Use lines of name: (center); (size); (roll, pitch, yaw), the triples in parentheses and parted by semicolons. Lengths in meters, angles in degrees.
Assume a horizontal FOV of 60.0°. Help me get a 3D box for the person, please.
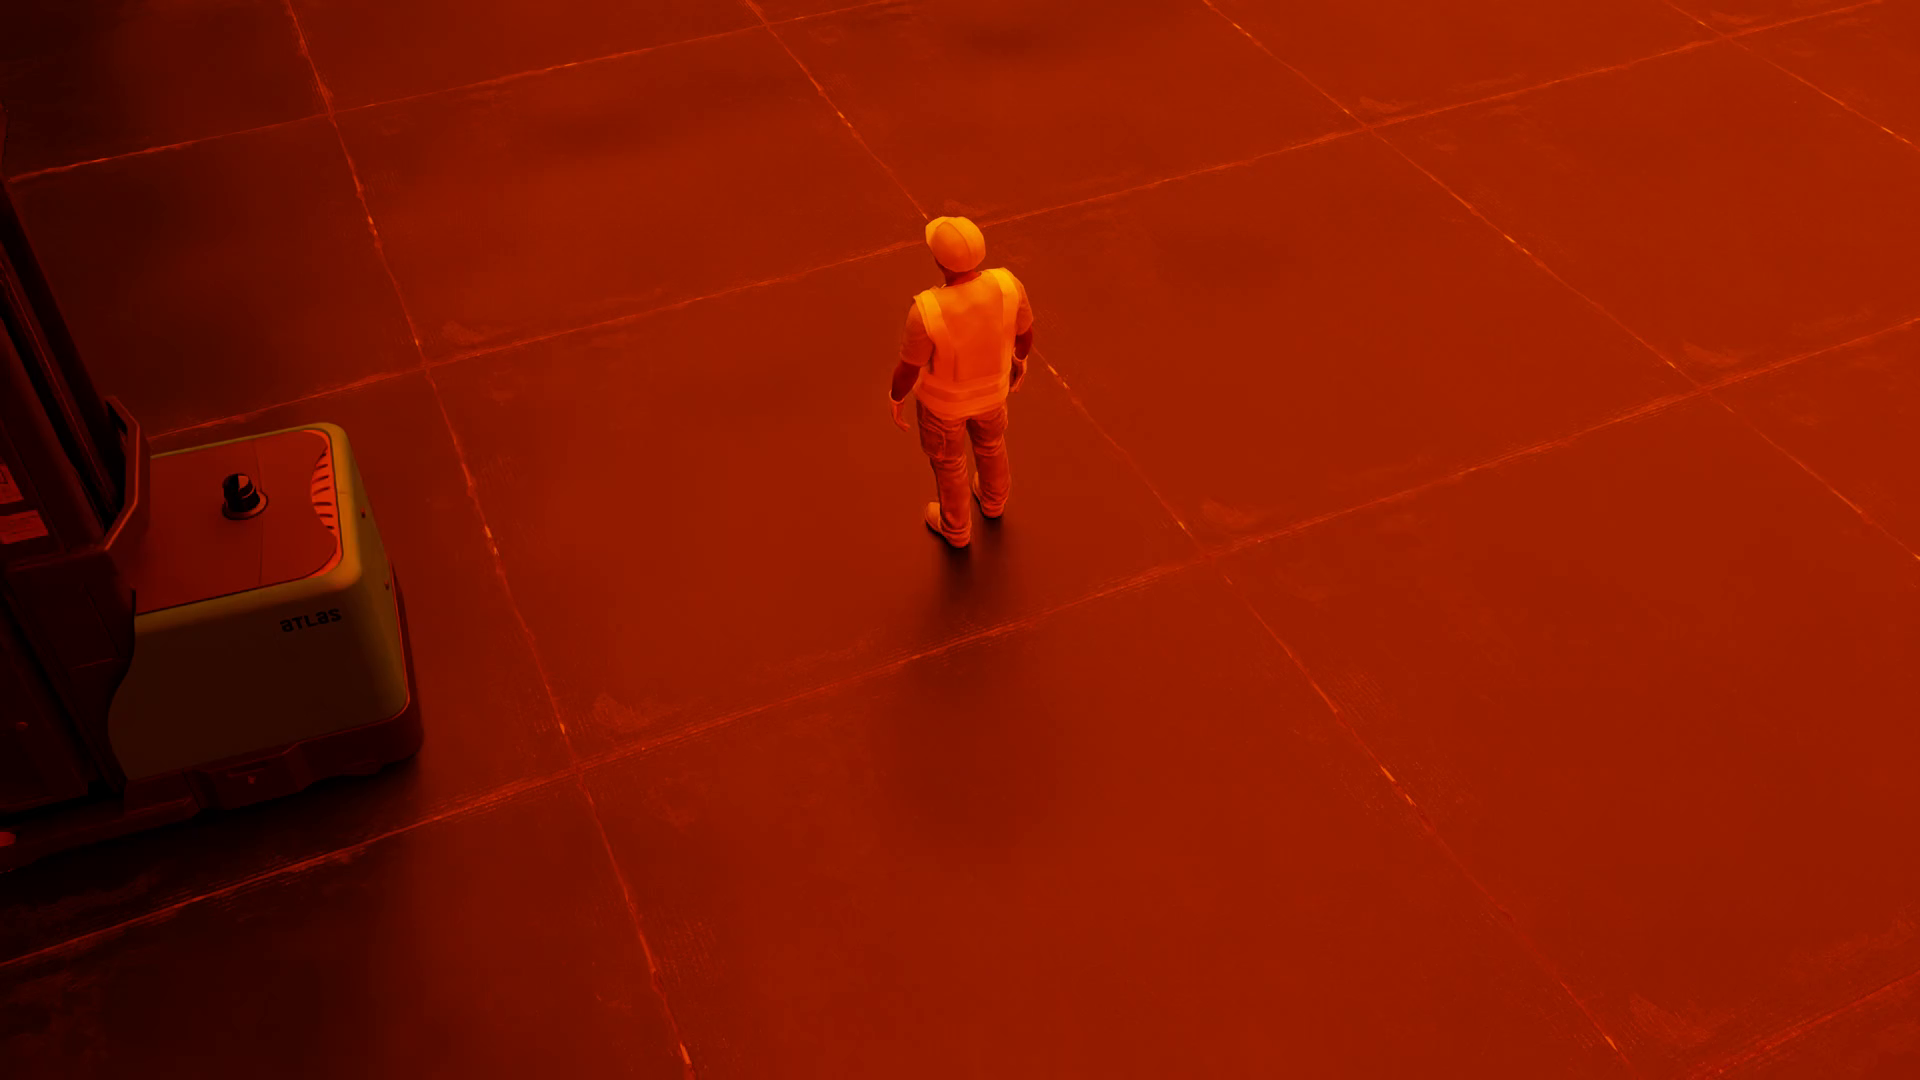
person: (-0.023, -0.704, 7.266); (0.656, 1.784, 0.575); (-18, 46, -18)

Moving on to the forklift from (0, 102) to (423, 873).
forklift: (-3.785, -0.147, 5.837); (3.031, 2.935, 1.130); (-13, 45, -14)
